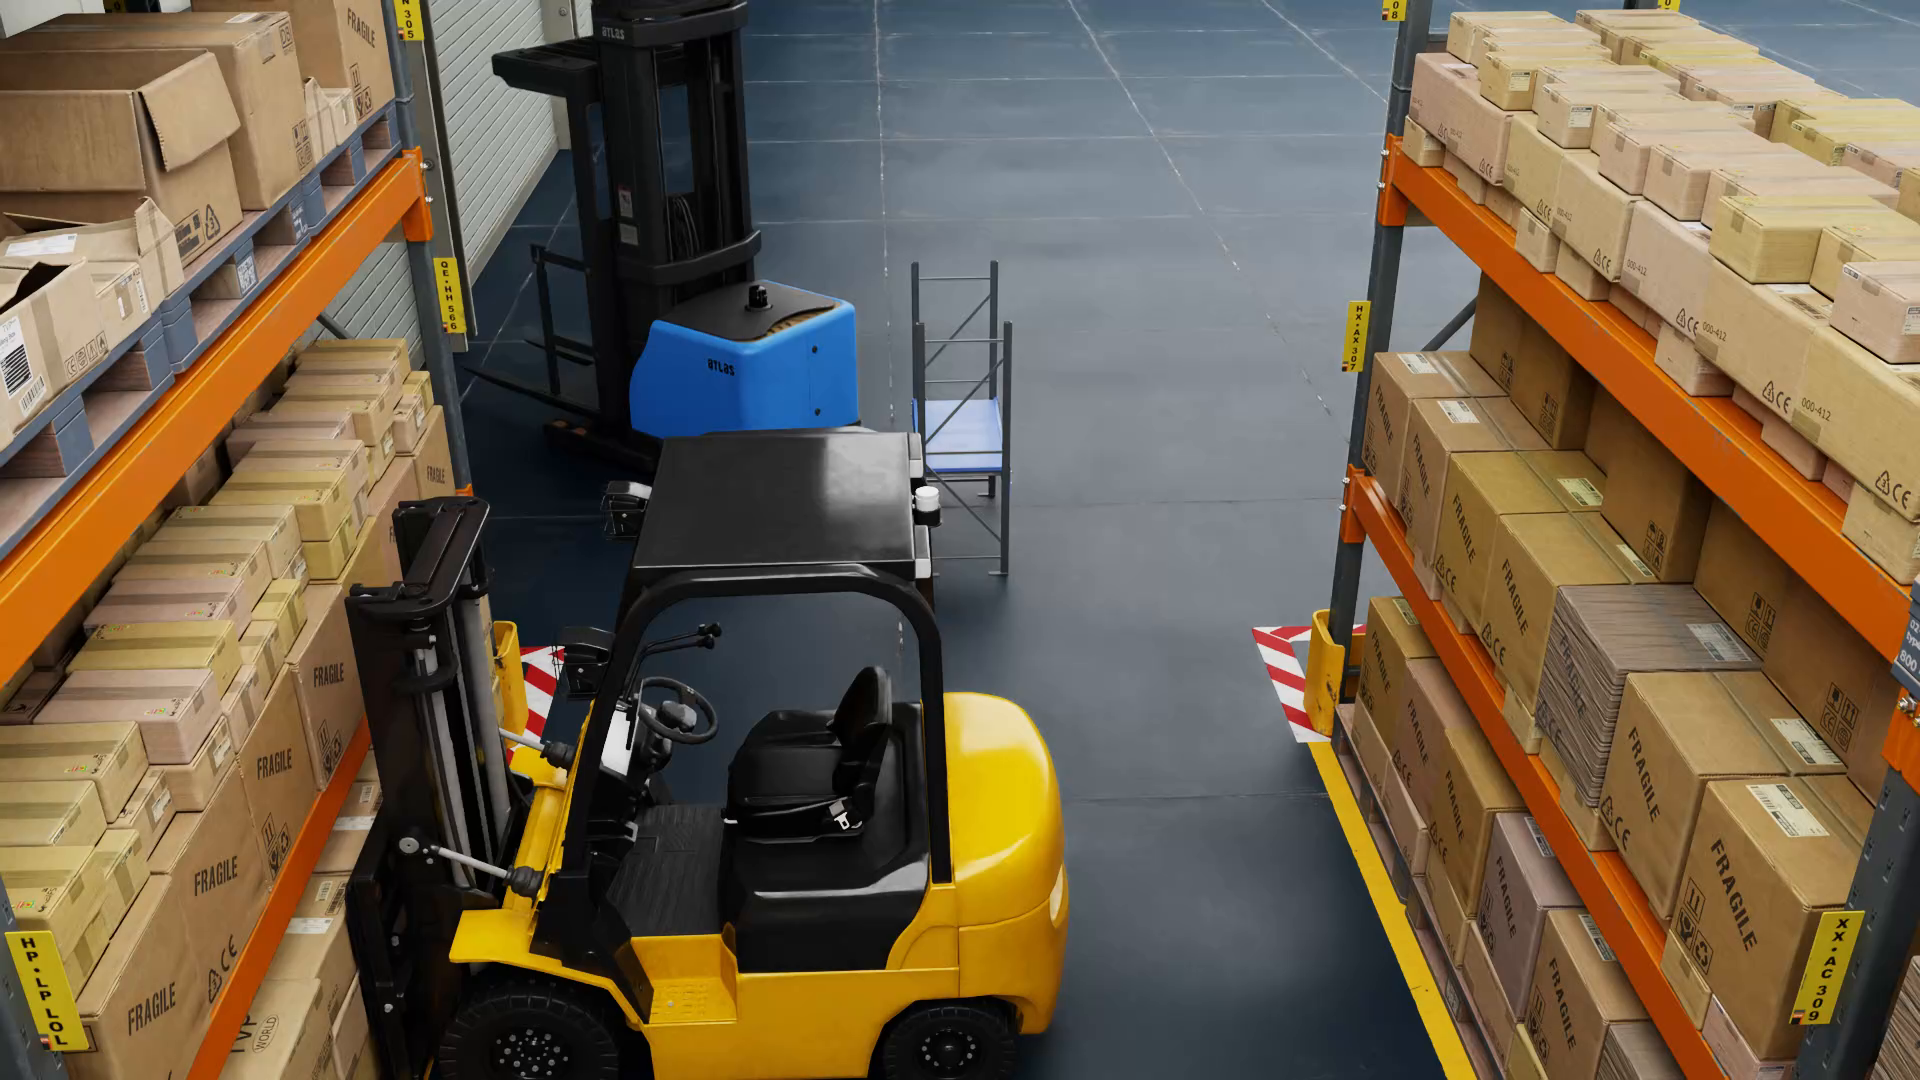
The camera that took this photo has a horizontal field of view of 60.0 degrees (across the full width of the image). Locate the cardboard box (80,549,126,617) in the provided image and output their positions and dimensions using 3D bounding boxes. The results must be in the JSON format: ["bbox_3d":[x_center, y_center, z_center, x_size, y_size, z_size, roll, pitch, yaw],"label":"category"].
[{"bbox_3d":[-2.805,0.136,5.114,0.380,0.149,0.250,-1,28,-1],"label":"cardboard box"}]

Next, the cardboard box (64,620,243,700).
[{"bbox_3d":[-2.268,0.355,4.694,0.380,0.149,0.250,-2,28,-3],"label":"cardboard box"}]

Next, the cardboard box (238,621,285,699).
[{"bbox_3d":[-2.262,0.373,4.982,0.380,0.149,0.250,-2,28,-4],"label":"cardboard box"}]

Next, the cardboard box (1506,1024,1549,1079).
[{"bbox_3d":[2.149,1.849,5.480,0.500,0.250,0.500,-2,28,-4],"label":"cardboard box"}]

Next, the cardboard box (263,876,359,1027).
[{"bbox_3d":[-2.236,1.343,5.369,0.500,0.250,0.500,0,28,-1],"label":"cardboard box"}]

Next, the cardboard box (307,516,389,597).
[{"bbox_3d":[-2.346,0.256,5.907,0.500,0.500,0.500,-2,28,-4],"label":"cardboard box"}]

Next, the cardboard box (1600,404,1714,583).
[{"bbox_3d":[2.558,-0.207,5.392,0.700,0.500,0.500,-2,28,-3],"label":"cardboard box"}]

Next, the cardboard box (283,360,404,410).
[{"bbox_3d":[-2.406,-0.587,6.501,0.380,0.149,0.250,-1,28,-3],"label":"cardboard box"}]

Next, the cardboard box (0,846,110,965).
[{"bbox_3d":[-2.191,0.832,3.780,0.380,0.149,0.250,-1,28,-2],"label":"cardboard box"}]

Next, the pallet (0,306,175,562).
[{"bbox_3d":[-2.541,-0.234,3.807,1.003,0.211,1.213,-1,28,-3],"label":"pallet"}]

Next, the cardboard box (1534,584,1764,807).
[{"bbox_3d":[2.149,0.476,5.164,0.500,0.500,0.500,-1,28,-1],"label":"cardboard box"}]

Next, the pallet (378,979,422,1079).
[{"bbox_3d":[-2.537,1.754,6.159,1.003,0.211,1.213,-1,28,-3],"label":"pallet"}]

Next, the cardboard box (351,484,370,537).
[{"bbox_3d":[-2.323,-0.100,5.889,0.380,0.149,0.250,-2,28,-4],"label":"cardboard box"}]

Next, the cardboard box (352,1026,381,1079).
[{"bbox_3d":[-2.249,1.781,5.611,0.500,0.250,0.500,-1,28,-2],"label":"cardboard box"}]

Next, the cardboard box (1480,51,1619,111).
[{"bbox_3d":[2.012,-1.571,5.684,0.380,0.149,0.250,-1,28,-3],"label":"cardboard box"}]

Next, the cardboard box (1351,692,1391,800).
[{"bbox_3d":[2.043,0.894,7.312,0.500,0.250,0.500,-2,28,-3],"label":"cardboard box"}]

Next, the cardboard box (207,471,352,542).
[{"bbox_3d":[-2.283,-0.113,5.593,0.380,0.149,0.250,-1,28,-2],"label":"cardboard box"}]

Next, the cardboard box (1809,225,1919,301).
[{"bbox_3d":[2.237,-0.625,3.871,0.380,0.149,0.250,-1,28,-1],"label":"cardboard box"}]

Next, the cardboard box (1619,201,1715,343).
[{"bbox_3d":[2.155,-0.733,4.509,0.500,0.250,0.500,-2,28,-3],"label":"cardboard box"}]

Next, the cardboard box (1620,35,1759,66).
[{"bbox_3d":[2.597,-1.704,5.940,0.380,0.149,0.250,-2,28,-3],"label":"cardboard box"}]

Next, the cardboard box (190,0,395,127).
[{"bbox_3d":[-2.413,-1.803,6.050,0.500,0.500,0.500,-1,28,-1],"label":"cardboard box"}]

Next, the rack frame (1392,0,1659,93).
[{"bbox_3d":[2.278,-3.179,6.113,1.000,3.000,0.127,-1,28,-3],"label":"rack frame"}]

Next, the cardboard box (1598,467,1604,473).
[{"bbox_3d":[2.625,0.012,6.054,0.500,0.500,0.500,-2,28,-3],"label":"cardboard box"}]

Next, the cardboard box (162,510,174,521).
[{"bbox_3d":[-2.942,-0.094,5.878,0.380,0.149,0.250,-1,28,-2],"label":"cardboard box"}]

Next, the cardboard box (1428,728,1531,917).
[{"bbox_3d":[2.095,1.045,6.211,0.500,0.500,0.500,-1,28,-2],"label":"cardboard box"}]

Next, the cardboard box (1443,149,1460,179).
[{"bbox_3d":[2.074,-1.457,6.328,0.380,0.149,0.250,-2,28,-4],"label":"cardboard box"}]

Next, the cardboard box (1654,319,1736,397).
[{"bbox_3d":[2.126,-0.504,4.500,0.380,0.149,0.250,-1,28,-1],"label":"cardboard box"}]

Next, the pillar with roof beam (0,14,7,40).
[{"bbox_3d":[0.756,-2.818,5.421,9.100,9.000,0.400,-1,28,-3],"label":"pillar with roof beam"}]

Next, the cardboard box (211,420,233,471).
[{"bbox_3d":[-2.869,-0.343,6.032,0.380,0.149,0.250,-1,28,-2],"label":"cardboard box"}]

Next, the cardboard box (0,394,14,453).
[{"bbox_3d":[-2.191,-0.213,3.381,0.380,0.149,0.250,-1,28,-2],"label":"cardboard box"}]

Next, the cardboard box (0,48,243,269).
[{"bbox_3d":[-2.467,-1.058,4.618,0.797,0.503,0.637,-1,28,-1],"label":"cardboard box"}]

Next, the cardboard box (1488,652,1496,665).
[{"bbox_3d":[2.137,0.353,6.101,0.380,0.149,0.250,0,28,-1],"label":"cardboard box"}]

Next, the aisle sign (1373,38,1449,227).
[{"bbox_3d":[1.965,-1.692,6.940,0.394,0.787,0.004,-1,28,-3],"label":"aisle sign"}]

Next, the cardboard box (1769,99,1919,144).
[{"bbox_3d":[2.704,-1.234,5.039,0.380,0.149,0.250,-1,28,-1],"label":"cardboard box"}]

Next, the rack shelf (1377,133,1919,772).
[{"bbox_3d":[2.382,-0.606,5.202,1.077,0.370,4.000,-1,28,-3],"label":"rack shelf"}]

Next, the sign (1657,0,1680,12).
[{"bbox_3d":[2.833,-2.245,6.610,0.100,0.325,0.005,-1,28,-3],"label":"sign"}]

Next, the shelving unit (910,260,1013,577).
[{"bbox_3d":[-0.004,-0.704,9.479,0.538,1.500,1.048,-1,28,-3],"label":"shelving unit"}]

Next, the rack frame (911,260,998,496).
[{"bbox_3d":[-0.031,-0.939,9.929,0.500,1.500,0.032,-1,28,-3],"label":"rack frame"}]

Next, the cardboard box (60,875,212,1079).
[{"bbox_3d":[-2.233,1.195,4.108,0.500,0.500,0.500,-2,28,-4],"label":"cardboard box"}]

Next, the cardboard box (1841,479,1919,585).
[{"bbox_3d":[2.165,-0.028,3.589,0.380,0.149,0.250,-1,28,-2],"label":"cardboard box"}]

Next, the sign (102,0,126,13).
[{"bbox_3d":[-3.234,-2.139,6.333,0.100,0.325,0.005,-1,28,-3],"label":"sign"}]

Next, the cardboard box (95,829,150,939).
[{"bbox_3d":[-2.239,0.845,4.076,0.380,0.149,0.250,-1,28,-1],"label":"cardboard box"}]

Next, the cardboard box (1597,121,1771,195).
[{"bbox_3d":[2.076,-1.098,4.778,0.380,0.149,0.250,-1,28,-2],"label":"cardboard box"}]

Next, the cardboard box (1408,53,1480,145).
[{"bbox_3d":[2.038,-1.675,6.315,0.500,0.250,0.500,-2,28,-4],"label":"cardboard box"}]

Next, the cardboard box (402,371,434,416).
[{"bbox_3d":[-2.381,-0.576,6.800,0.380,0.149,0.250,-1,28,-2],"label":"cardboard box"}]

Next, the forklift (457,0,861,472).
[{"bbox_3d":[-2.112,-2.037,10.487,3.031,2.935,1.130,19,33,32],"label":"forklift"}]

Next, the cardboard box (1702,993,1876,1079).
[{"bbox_3d":[2.165,1.299,4.287,0.380,0.149,0.250,-2,28,-3],"label":"cardboard box"}]

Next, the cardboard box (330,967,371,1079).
[{"bbox_3d":[-2.230,1.566,5.483,0.500,0.250,0.500,-2,28,-3],"label":"cardboard box"}]

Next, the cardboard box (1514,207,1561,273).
[{"bbox_3d":[2.042,-0.980,5.412,0.380,0.149,0.250,-1,28,-2],"label":"cardboard box"}]

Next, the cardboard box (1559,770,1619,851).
[{"bbox_3d":[2.109,0.830,5.187,0.380,0.149,0.250,-2,28,-3],"label":"cardboard box"}]

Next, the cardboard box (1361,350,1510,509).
[{"bbox_3d":[2.025,-0.469,6.976,0.500,0.500,0.500,-2,28,-3],"label":"cardboard box"}]
